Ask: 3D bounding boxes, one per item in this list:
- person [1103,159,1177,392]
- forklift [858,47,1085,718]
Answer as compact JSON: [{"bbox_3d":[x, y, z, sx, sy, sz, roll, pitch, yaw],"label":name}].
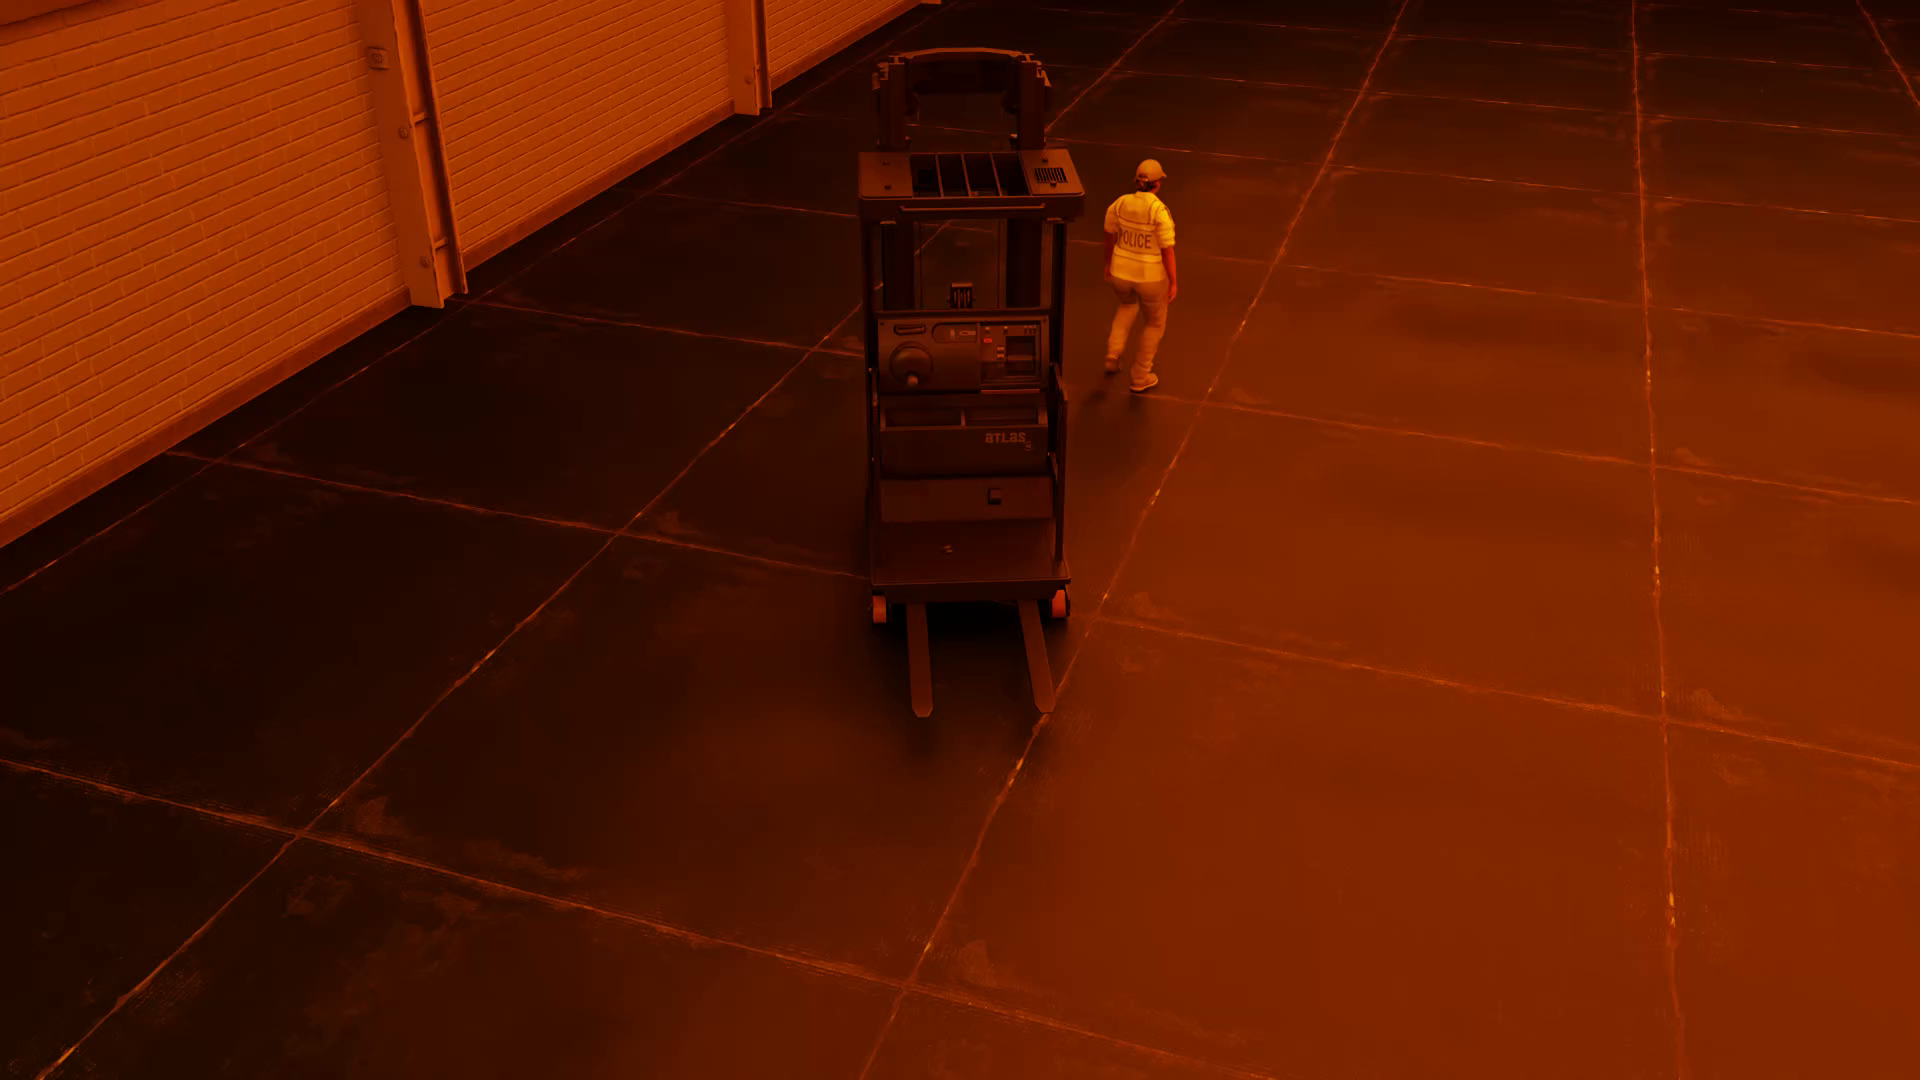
[{"bbox_3d":[1.295,-1.875,11.742,0.592,1.659,0.490,19,35,30],"label":"person"},{"bbox_3d":[0.035,-0.972,8.842,1.130,2.935,3.031,-2,30,-3],"label":"forklift"}]
